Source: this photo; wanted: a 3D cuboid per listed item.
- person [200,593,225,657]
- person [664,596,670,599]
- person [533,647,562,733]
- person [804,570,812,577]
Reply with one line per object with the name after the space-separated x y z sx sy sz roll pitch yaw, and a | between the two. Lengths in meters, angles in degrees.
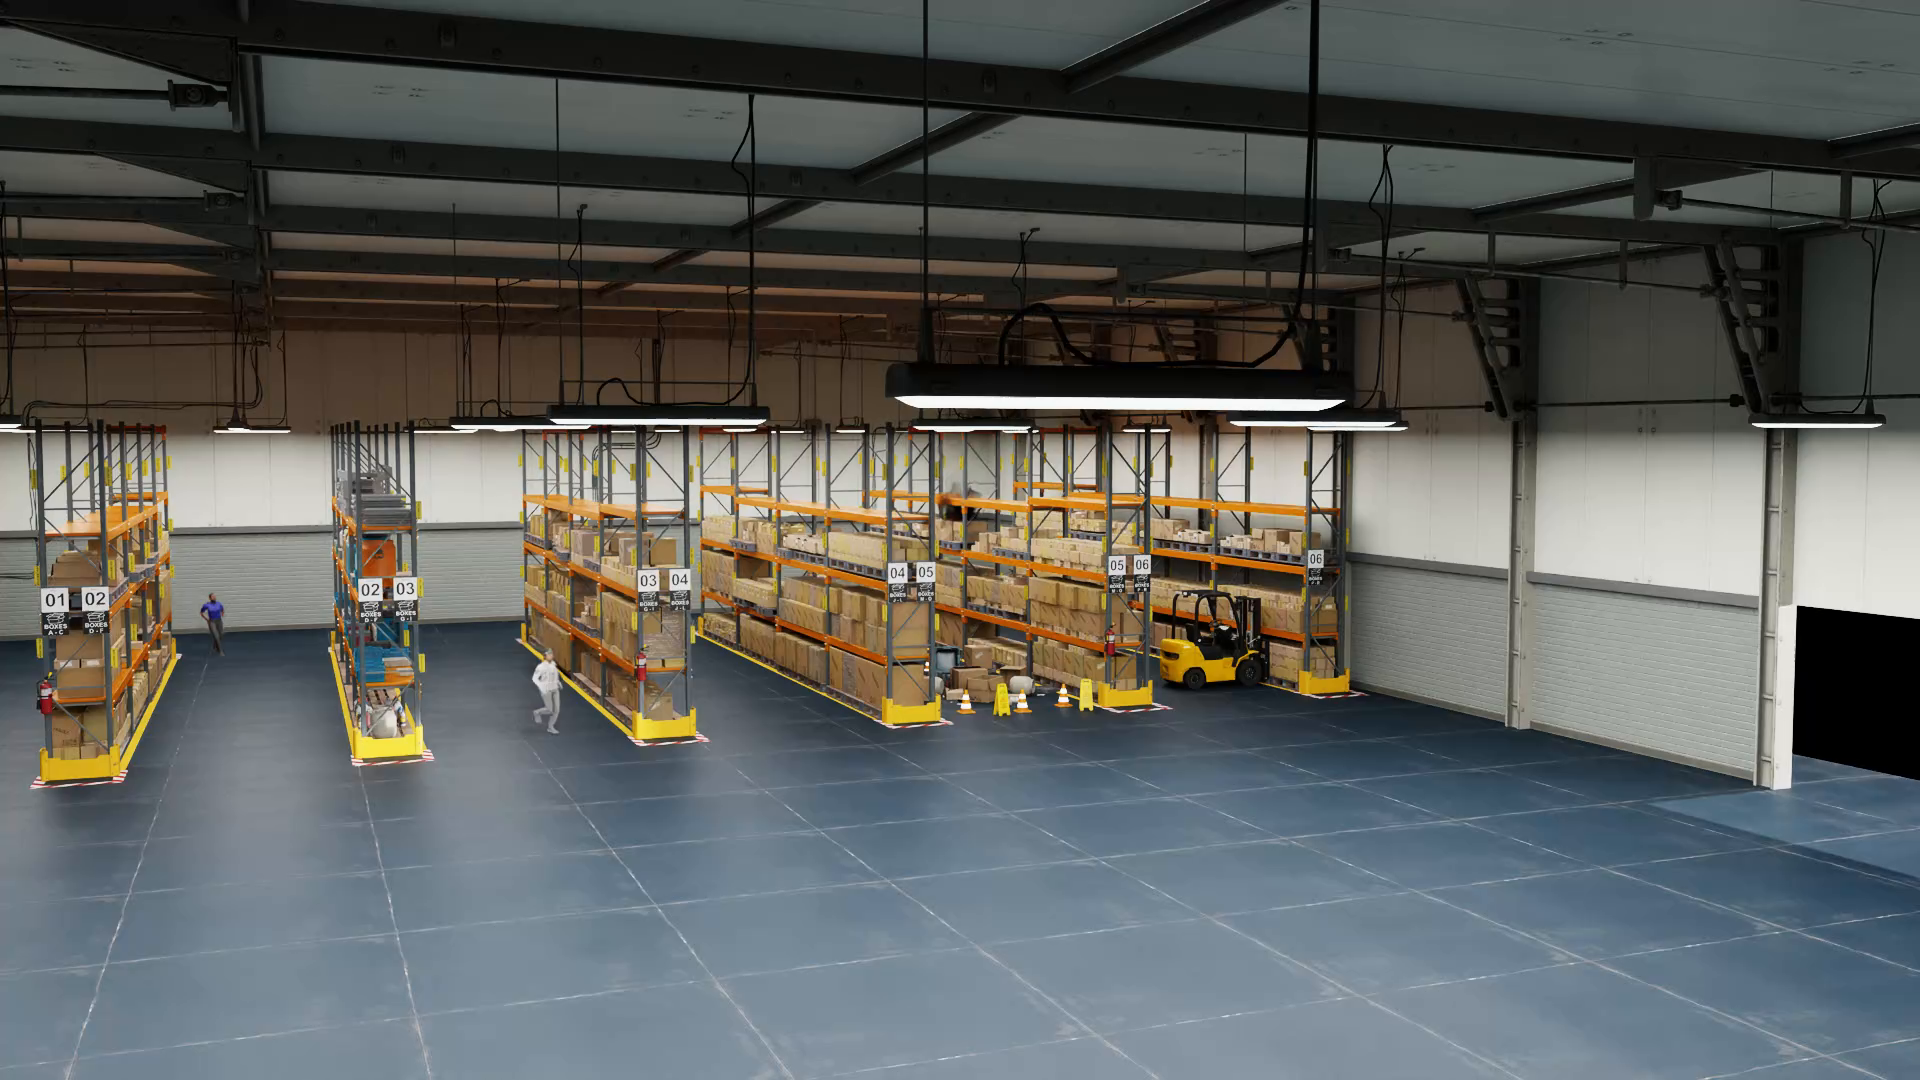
-19.423 2.212 43.282 0.808 1.655 0.591 3 5 43 | person
-8.385 1.980 46.903 0.588 1.689 0.877 0 4 -4 | person
-7.974 2.894 32.169 0.588 1.660 0.621 3 5 39 | person
-4.733 1.644 51.291 0.672 1.804 0.732 3 5 44 | person
